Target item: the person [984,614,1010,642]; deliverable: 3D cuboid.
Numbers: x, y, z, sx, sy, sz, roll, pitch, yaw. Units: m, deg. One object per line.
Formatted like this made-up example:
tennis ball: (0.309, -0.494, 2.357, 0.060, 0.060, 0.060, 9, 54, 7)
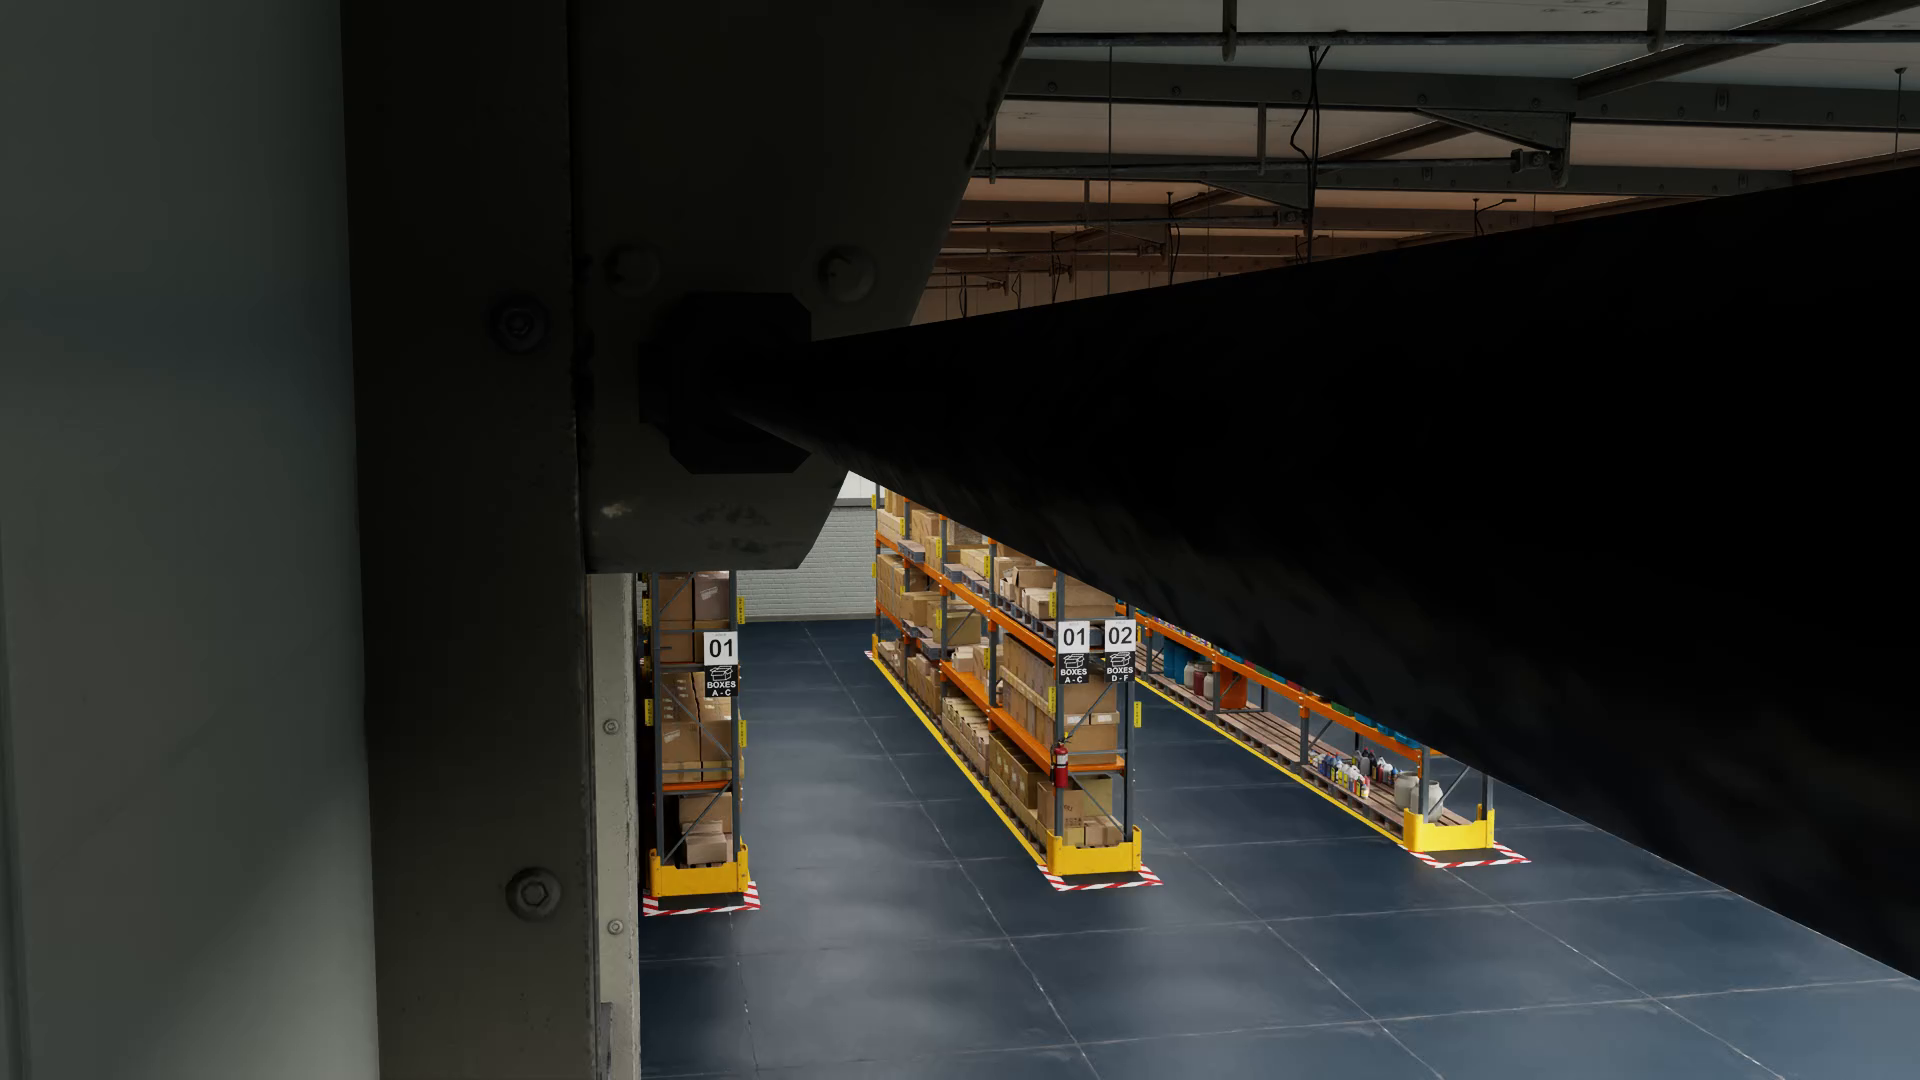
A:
person: (0.917, 1.856, 35.357, 0.670, 1.783, 0.736, -3, 6, -24)
